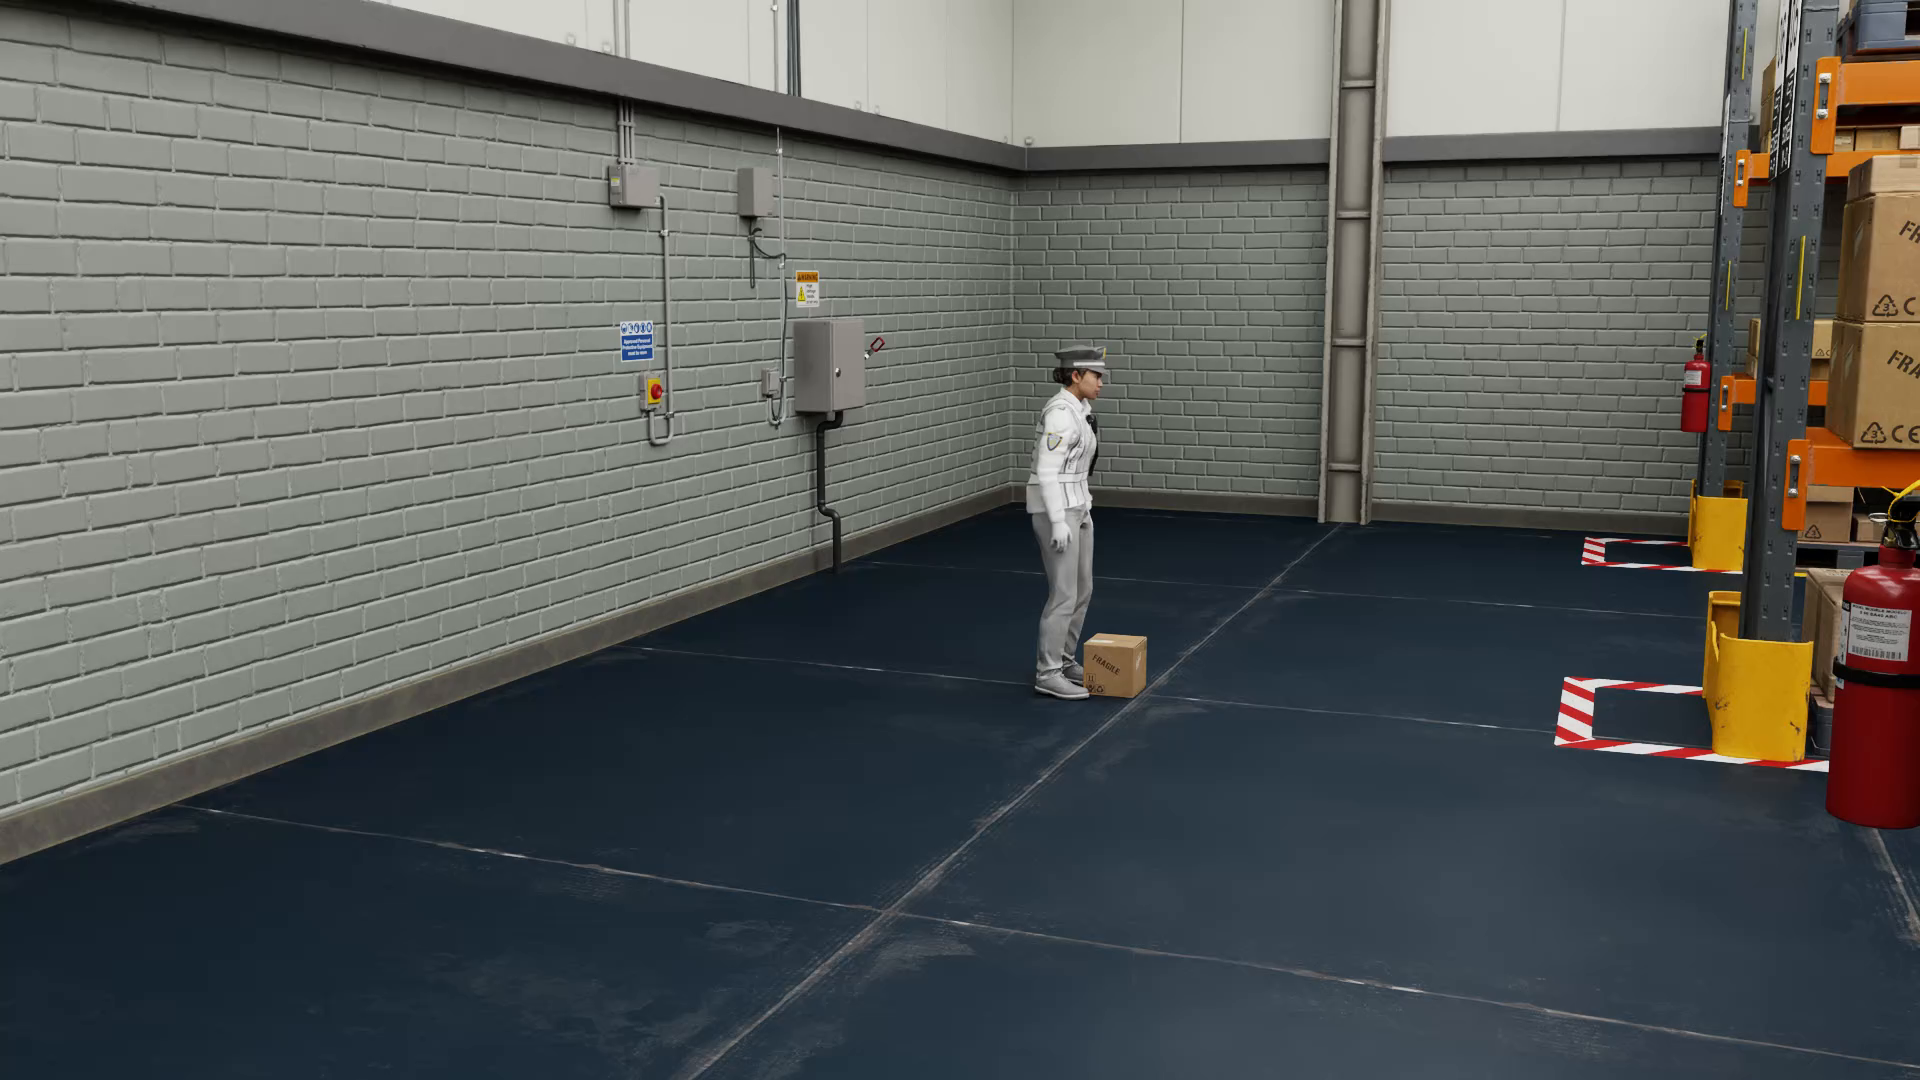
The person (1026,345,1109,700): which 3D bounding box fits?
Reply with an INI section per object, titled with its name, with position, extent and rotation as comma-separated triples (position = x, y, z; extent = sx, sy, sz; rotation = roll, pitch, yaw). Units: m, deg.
[person]
position = 0.518, -0.102, 8.007
extent = 0.373, 1.662, 0.526
rotation = 3, 9, 20
